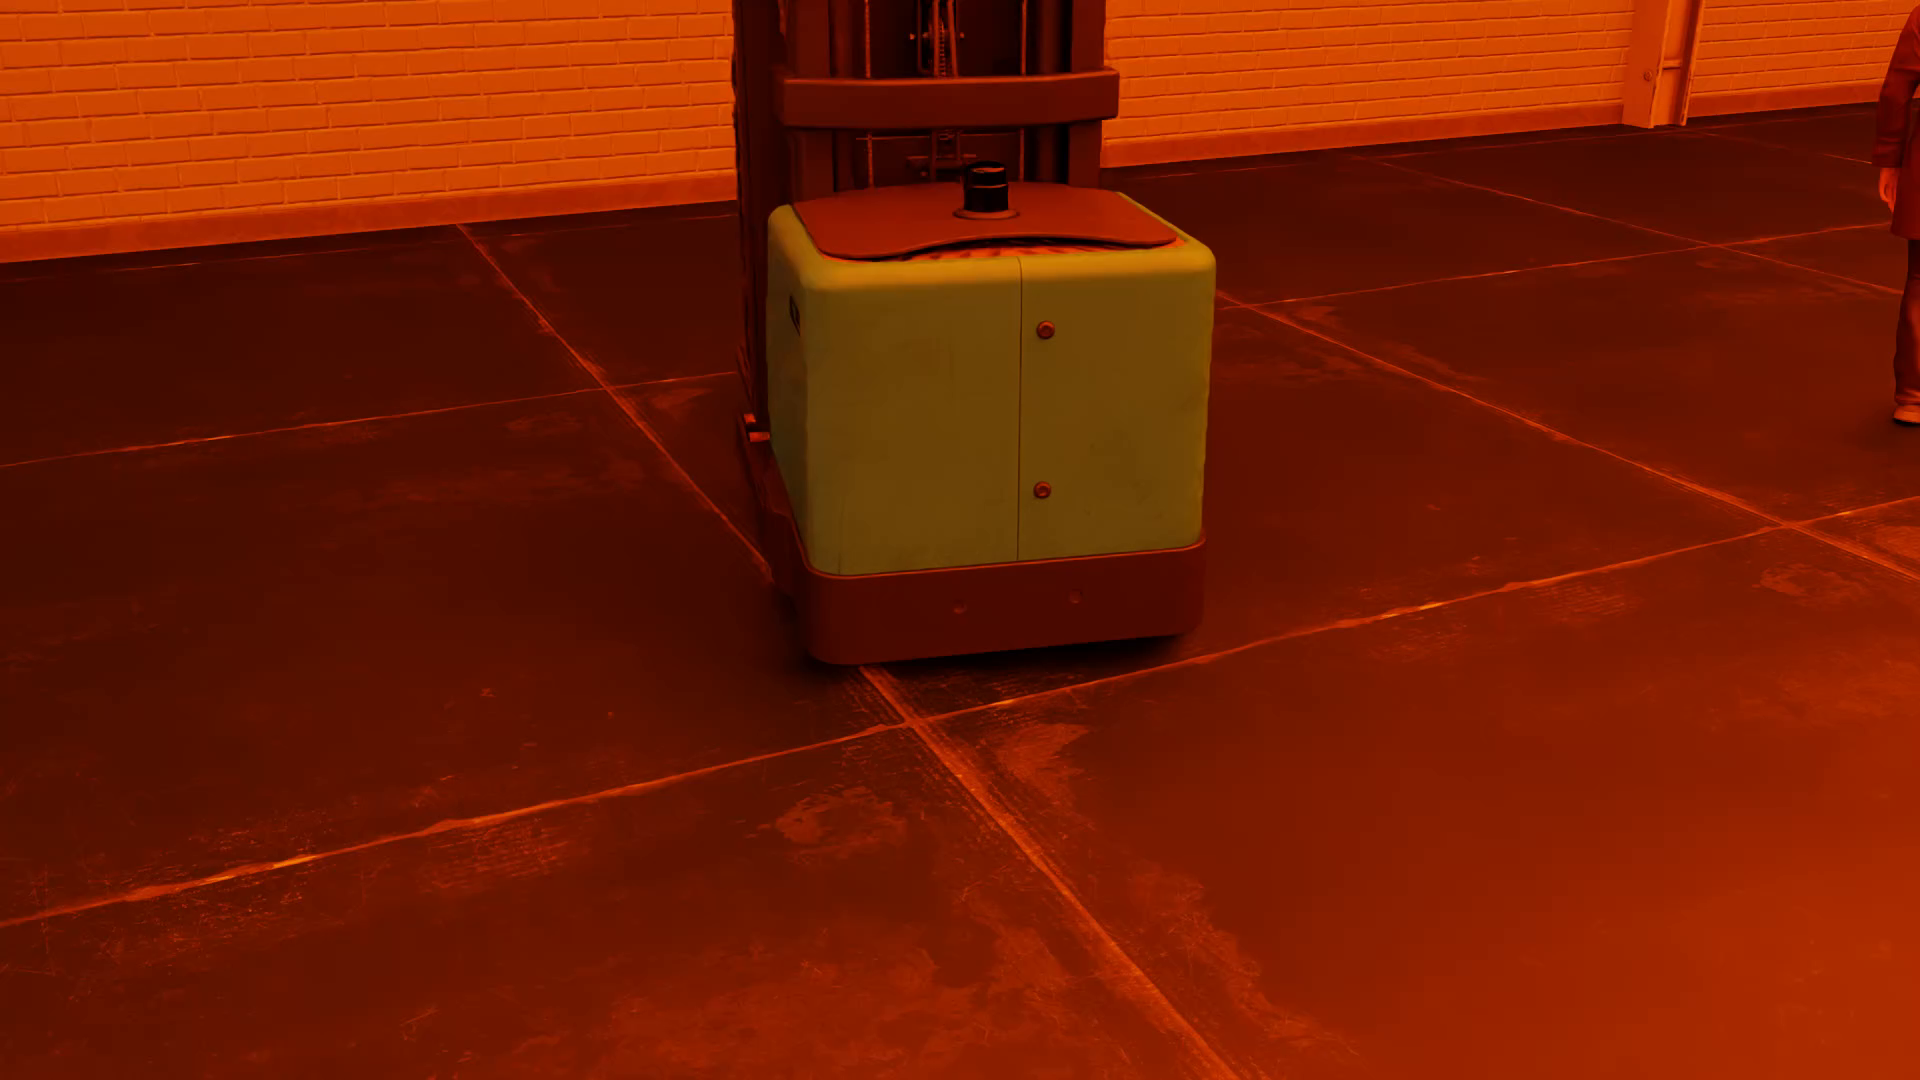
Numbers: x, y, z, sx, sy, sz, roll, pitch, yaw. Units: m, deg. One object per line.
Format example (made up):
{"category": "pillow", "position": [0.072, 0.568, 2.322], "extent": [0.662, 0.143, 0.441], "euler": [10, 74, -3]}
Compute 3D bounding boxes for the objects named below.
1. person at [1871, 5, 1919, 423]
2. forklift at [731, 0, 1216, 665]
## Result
{"category": "person", "position": [3.609, -1.291, 5.878], "extent": [0.582, 1.776, 0.695], "euler": [-18, 28, -36]}
{"category": "forklift", "position": [-0.166, -1.575, 5.078], "extent": [1.130, 2.935, 3.031], "euler": [-5, 23, -11]}
